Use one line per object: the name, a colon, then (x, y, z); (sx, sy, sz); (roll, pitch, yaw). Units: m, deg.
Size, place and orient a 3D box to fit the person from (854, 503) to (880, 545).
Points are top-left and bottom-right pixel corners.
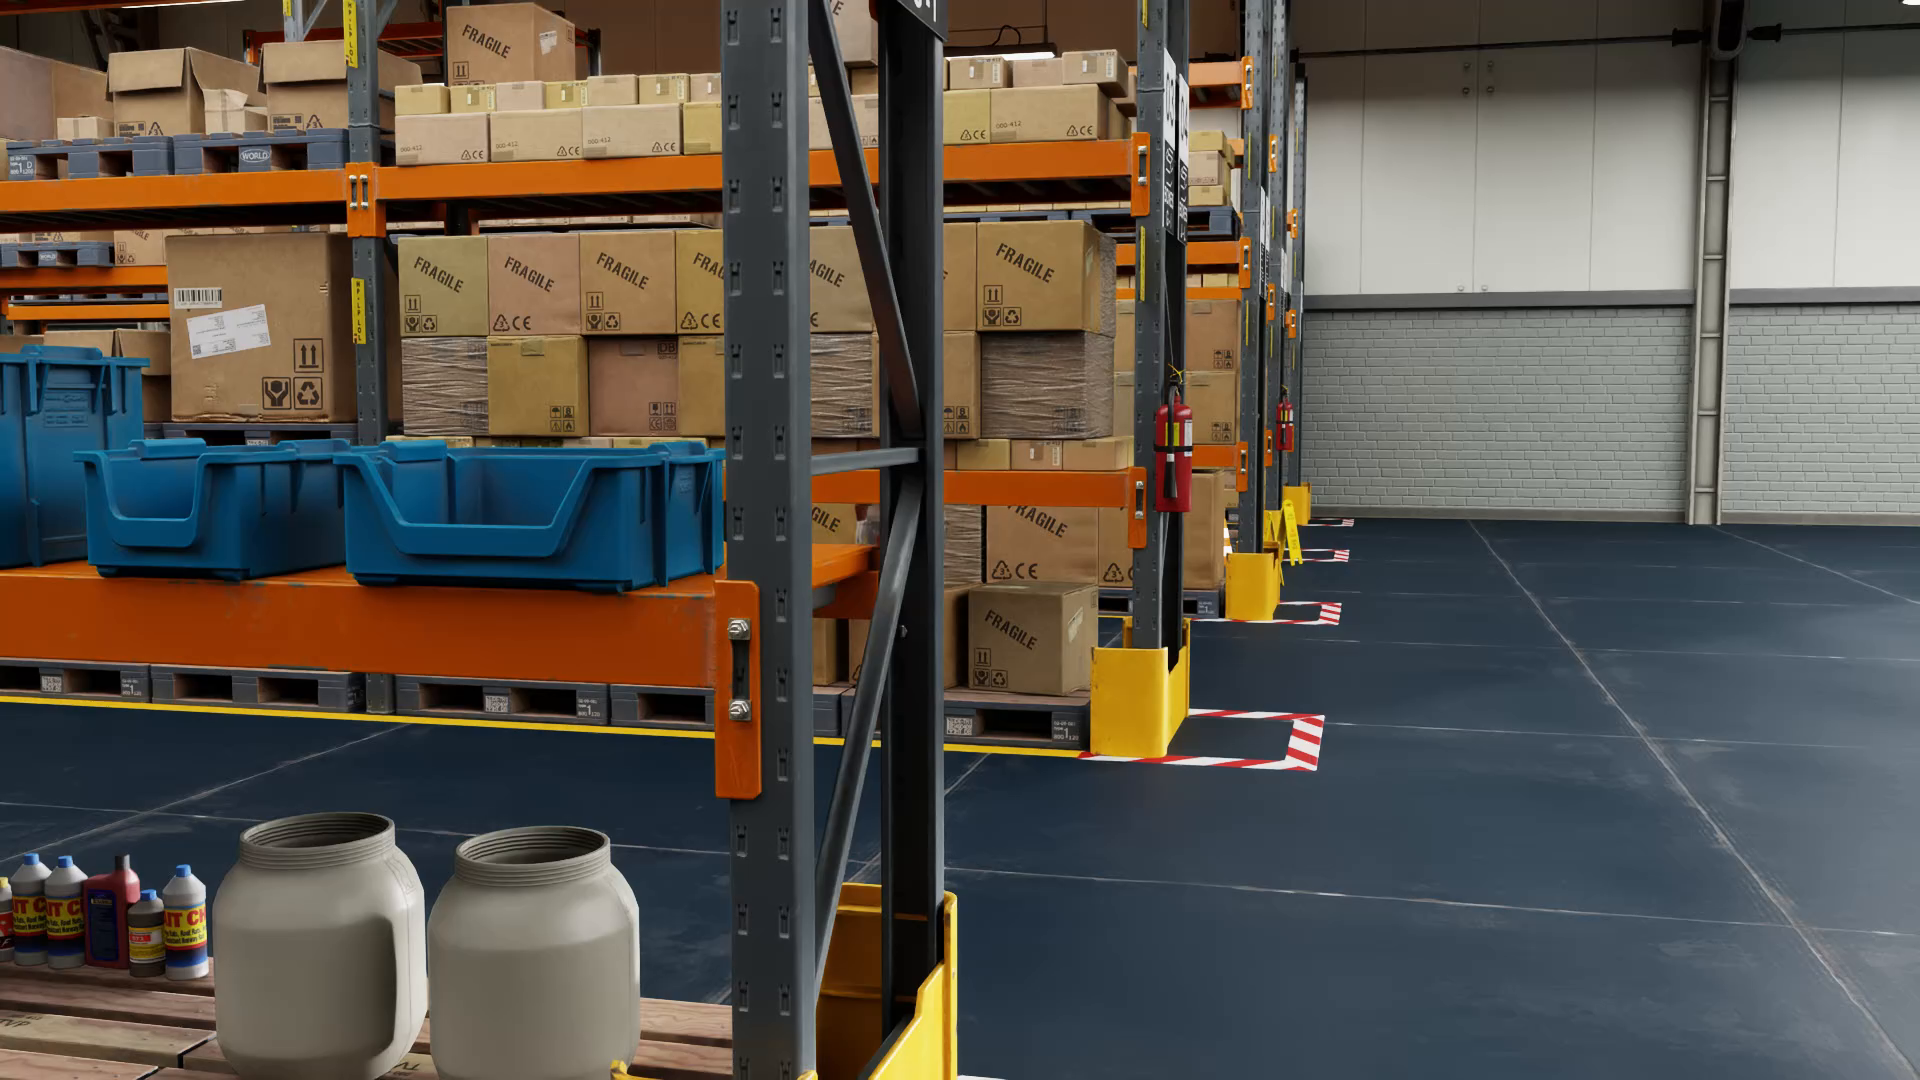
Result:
person: (-0.409, -0.108, 9.943); (0.462, 1.769, 0.597); (4, 6, 41)
